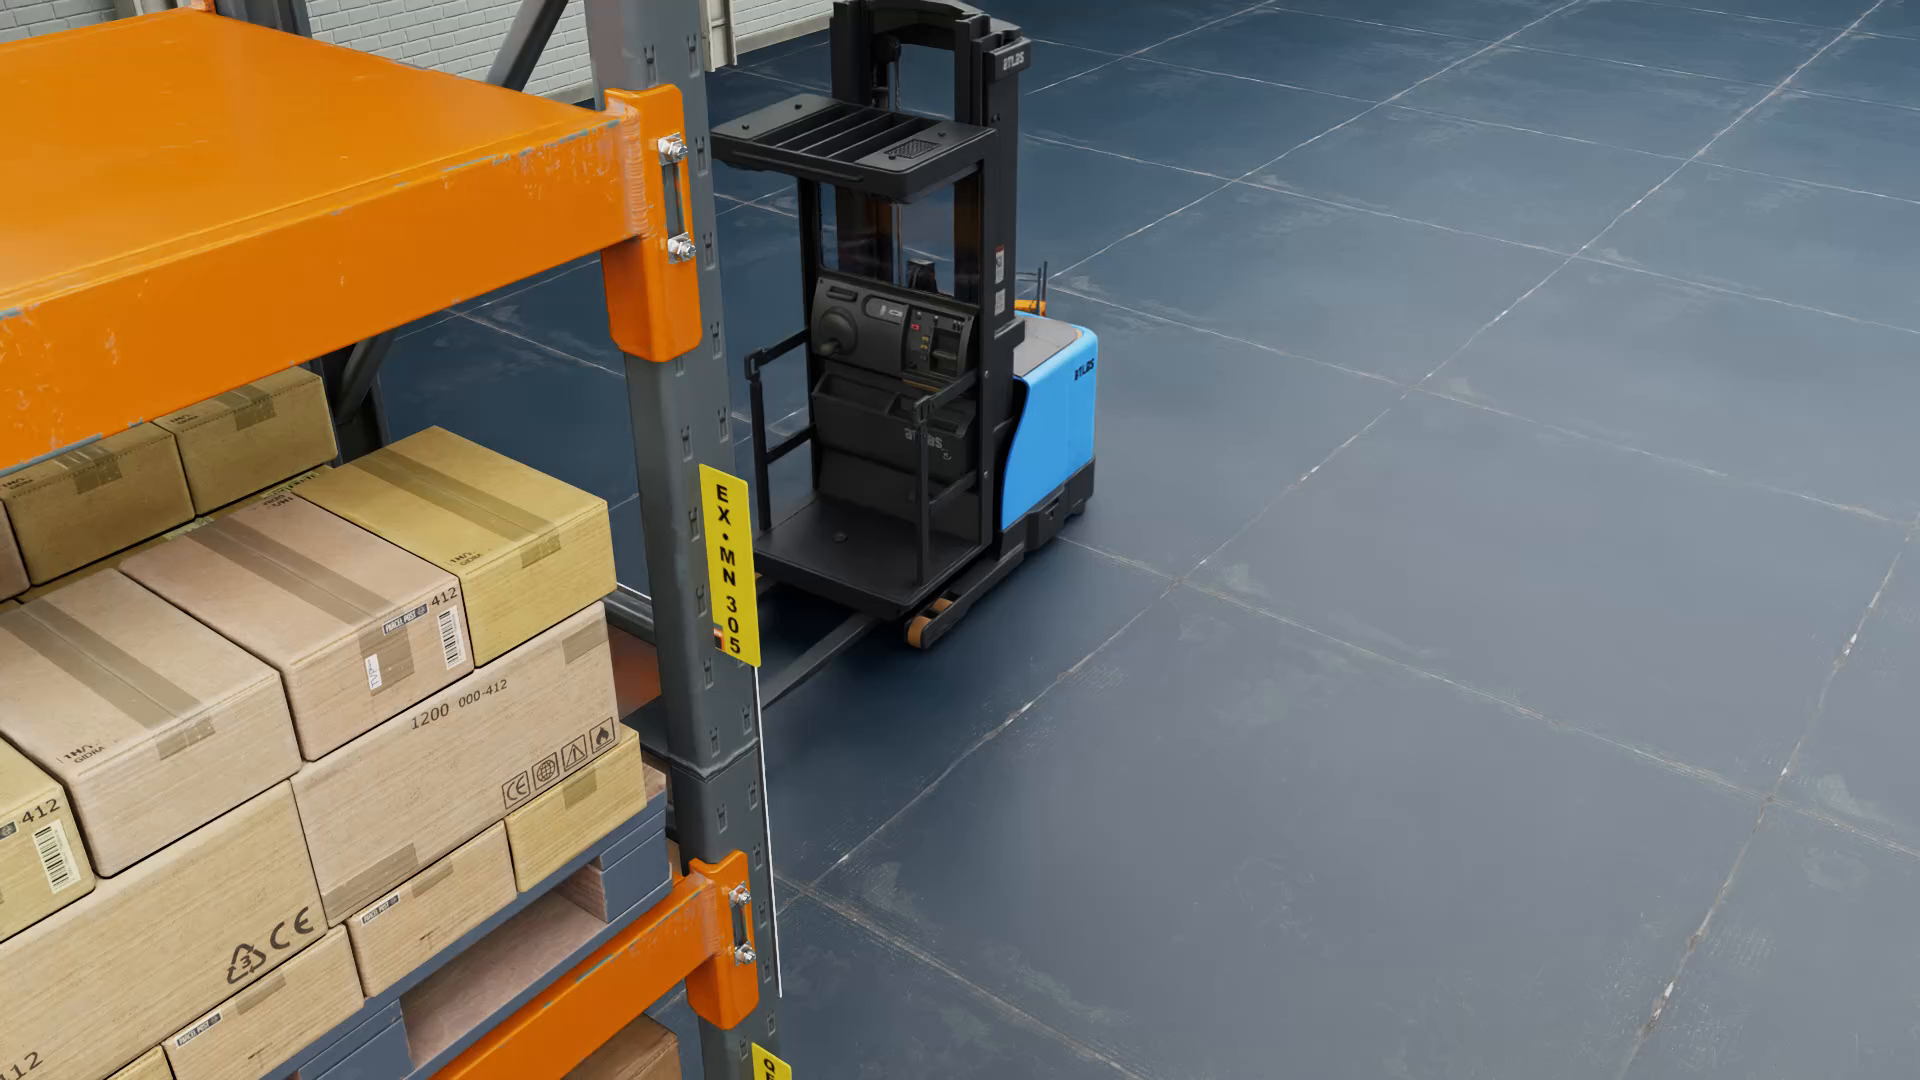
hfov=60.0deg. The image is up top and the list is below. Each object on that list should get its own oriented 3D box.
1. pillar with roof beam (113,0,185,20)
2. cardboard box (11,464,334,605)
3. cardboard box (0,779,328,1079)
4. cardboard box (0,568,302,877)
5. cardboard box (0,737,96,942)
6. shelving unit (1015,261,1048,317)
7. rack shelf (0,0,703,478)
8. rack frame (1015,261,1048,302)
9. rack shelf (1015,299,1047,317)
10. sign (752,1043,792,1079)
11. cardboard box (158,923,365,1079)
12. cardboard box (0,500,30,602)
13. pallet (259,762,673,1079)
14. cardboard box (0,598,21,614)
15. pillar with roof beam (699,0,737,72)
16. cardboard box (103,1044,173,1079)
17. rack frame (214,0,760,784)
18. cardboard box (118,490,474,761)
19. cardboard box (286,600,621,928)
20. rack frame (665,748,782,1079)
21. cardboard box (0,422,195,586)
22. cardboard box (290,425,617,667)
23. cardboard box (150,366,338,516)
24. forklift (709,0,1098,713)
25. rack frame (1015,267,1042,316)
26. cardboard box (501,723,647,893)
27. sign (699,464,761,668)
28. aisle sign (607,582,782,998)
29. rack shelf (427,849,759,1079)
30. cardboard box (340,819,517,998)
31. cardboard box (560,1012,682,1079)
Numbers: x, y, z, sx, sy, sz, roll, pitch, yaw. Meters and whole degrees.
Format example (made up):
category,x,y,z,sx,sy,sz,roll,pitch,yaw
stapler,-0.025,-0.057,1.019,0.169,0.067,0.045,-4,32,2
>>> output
category,x,y,z,sx,sy,sz,roll,pitch,yaw
pillar with roof beam,-2.824,-5.191,9.183,9.100,9.000,0.400,21,37,31
cardboard box,-1.268,0.046,2.634,0.500,0.250,0.500,21,37,31
cardboard box,-1.147,0.417,2.008,0.500,0.250,0.500,21,37,31
cardboard box,-1.011,0.204,1.976,0.380,0.149,0.250,22,37,32
cardboard box,-1.166,0.310,1.798,0.380,0.149,0.250,22,37,32
shelving unit,0.348,-1.044,9.819,0.258,1.200,0.189,7,22,12
rack shelf,-1.979,0.220,1.150,1.077,0.370,4.000,21,37,31
rack frame,0.370,-1.075,9.902,0.240,1.200,0.006,7,22,12
rack shelf,0.361,-1.337,9.704,0.258,0.103,0.180,7,22,12
sign,-0.348,1.079,3.119,0.100,0.325,0.005,21,37,31
cardboard box,-1.010,0.546,2.180,0.380,0.149,0.250,22,37,32
cardboard box,-1.533,0.001,2.319,0.380,0.149,0.250,21,36,31
pallet,-1.211,0.559,2.510,1.003,0.211,1.213,21,37,31
cardboard box,-1.573,0.253,2.285,0.500,0.250,0.500,21,36,31
pillar with roof beam,0.798,-7.630,13.298,9.100,9.000,0.400,21,37,31
cardboard box,-1.163,0.649,2.007,0.380,0.149,0.250,21,37,32
rack frame,-0.772,-1.075,2.237,1.000,3.000,0.127,21,37,31
cardboard box,-0.857,0.100,2.152,0.380,0.149,0.250,21,37,32
cardboard box,-0.845,0.214,2.351,0.500,0.250,0.500,22,37,32
rack frame,-0.772,1.506,3.766,1.000,3.000,0.127,21,37,31
cardboard box,-1.379,-0.104,2.495,0.380,0.149,0.250,21,37,32
cardboard box,-0.705,-0.001,2.322,0.380,0.149,0.250,22,37,32
cardboard box,-1.227,-0.205,2.666,0.380,0.149,0.250,22,37,32
forklift,-0.453,-0.988,8.042,1.130,2.935,3.031,18,35,28
rack frame,0.327,-1.012,9.736,0.240,1.200,0.006,7,22,12
cardboard box,-0.702,0.340,2.529,0.380,0.149,0.250,21,37,31
sign,-0.348,0.042,2.505,0.100,0.325,0.005,21,37,31
aisle sign,-0.490,0.451,2.996,0.394,0.787,0.004,21,37,31
rack shelf,-1.979,1.338,1.813,1.077,0.370,4.000,21,37,31
cardboard box,-0.855,0.442,2.357,0.380,0.149,0.250,21,37,32
cardboard box,-1.027,1.116,3.218,0.875,0.550,0.550,21,37,31
